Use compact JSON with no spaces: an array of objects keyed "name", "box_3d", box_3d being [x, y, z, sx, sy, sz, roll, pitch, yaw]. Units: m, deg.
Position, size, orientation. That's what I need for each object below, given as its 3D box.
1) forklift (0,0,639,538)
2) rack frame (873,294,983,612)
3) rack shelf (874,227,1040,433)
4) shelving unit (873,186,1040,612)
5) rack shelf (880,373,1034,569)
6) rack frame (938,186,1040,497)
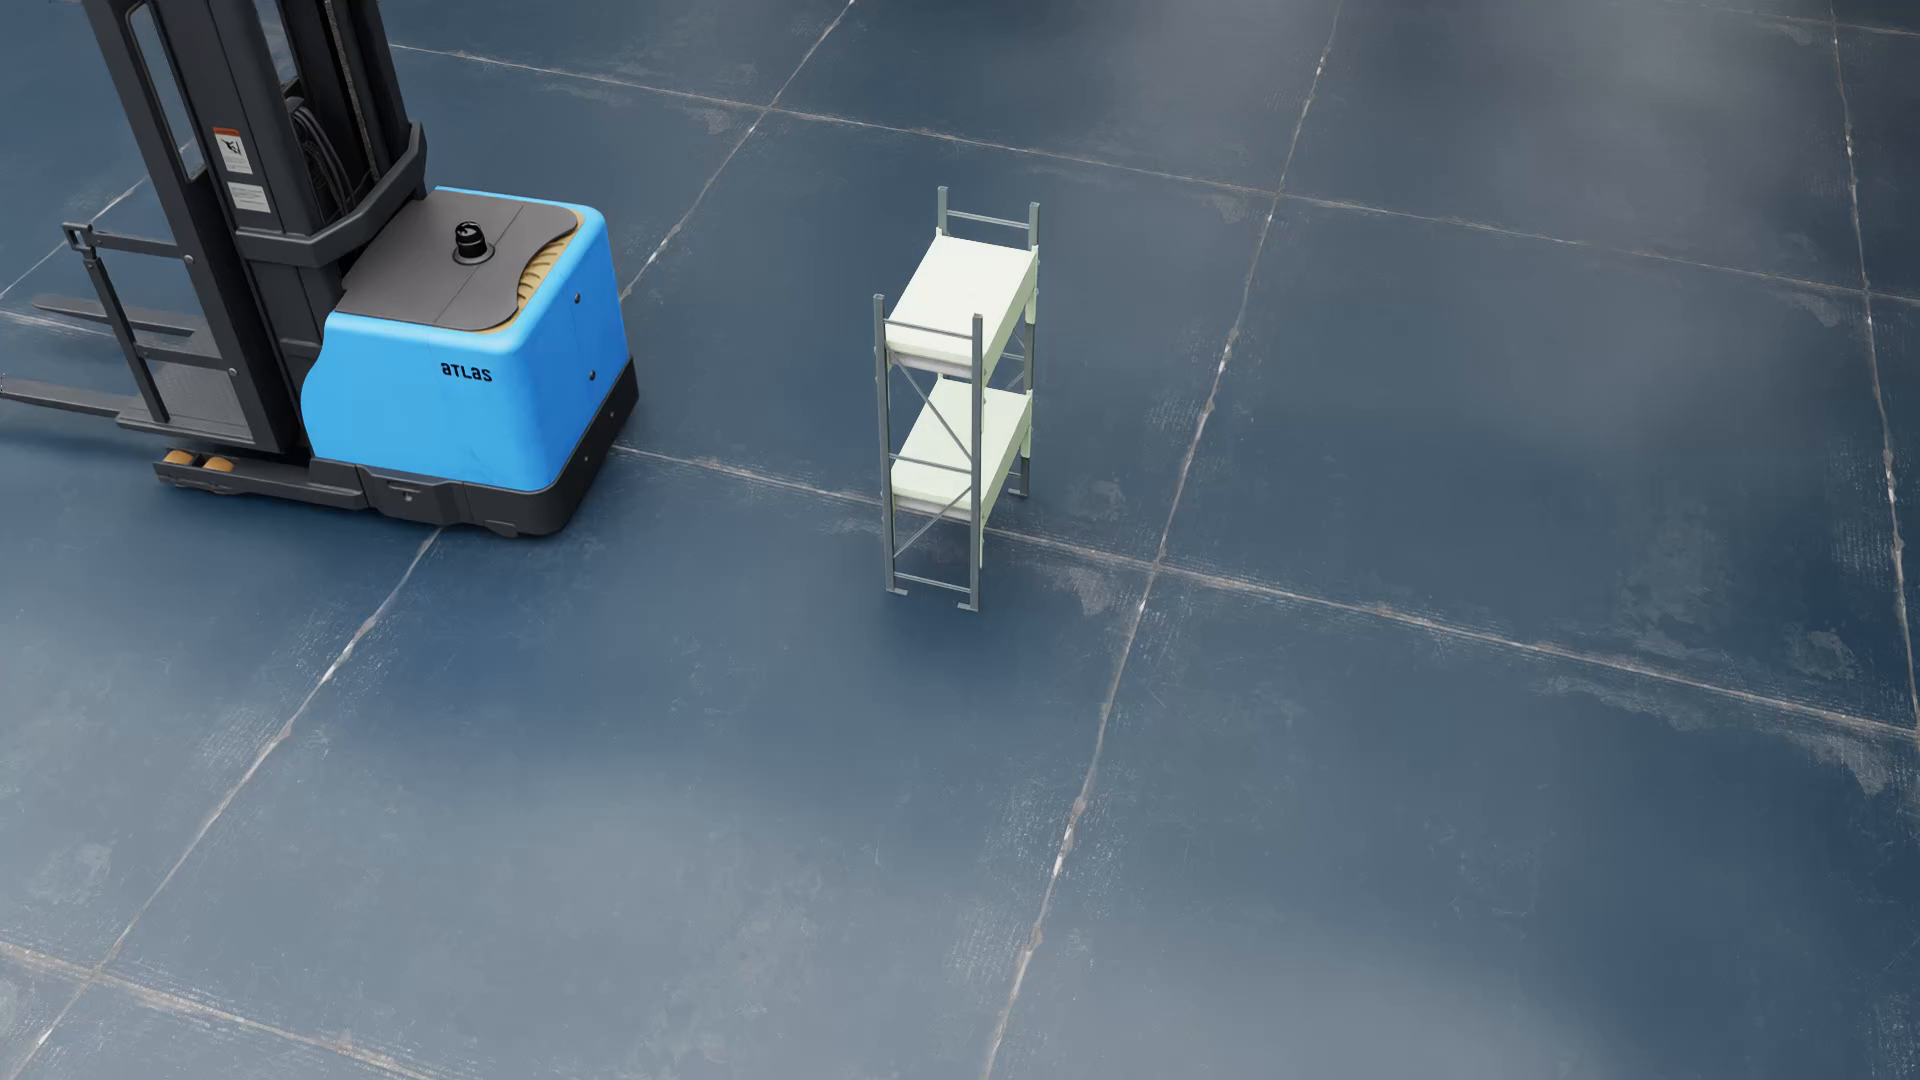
[{"name":"forklift","box_3d":[-3.064,-1.599,6.688,3.031,2.935,1.130,9,45,9]},{"name":"rack frame","box_3d":[-0.113,-0.288,6.371,0.400,1.500,0.023,13,46,12]},{"name":"rack shelf","box_3d":[-0.002,-0.811,6.347,0.431,0.370,0.720,13,46,12]},{"name":"shelving unit","box_3d":[-0.002,-0.532,6.620,0.431,1.500,0.755,13,46,12]},{"name":"rack shelf","box_3d":[-0.002,-0.299,6.848,0.431,0.370,0.720,13,46,12]},{"name":"rack frame","box_3d":[0.109,-0.776,6.869,0.400,1.500,0.023,13,46,12]}]
